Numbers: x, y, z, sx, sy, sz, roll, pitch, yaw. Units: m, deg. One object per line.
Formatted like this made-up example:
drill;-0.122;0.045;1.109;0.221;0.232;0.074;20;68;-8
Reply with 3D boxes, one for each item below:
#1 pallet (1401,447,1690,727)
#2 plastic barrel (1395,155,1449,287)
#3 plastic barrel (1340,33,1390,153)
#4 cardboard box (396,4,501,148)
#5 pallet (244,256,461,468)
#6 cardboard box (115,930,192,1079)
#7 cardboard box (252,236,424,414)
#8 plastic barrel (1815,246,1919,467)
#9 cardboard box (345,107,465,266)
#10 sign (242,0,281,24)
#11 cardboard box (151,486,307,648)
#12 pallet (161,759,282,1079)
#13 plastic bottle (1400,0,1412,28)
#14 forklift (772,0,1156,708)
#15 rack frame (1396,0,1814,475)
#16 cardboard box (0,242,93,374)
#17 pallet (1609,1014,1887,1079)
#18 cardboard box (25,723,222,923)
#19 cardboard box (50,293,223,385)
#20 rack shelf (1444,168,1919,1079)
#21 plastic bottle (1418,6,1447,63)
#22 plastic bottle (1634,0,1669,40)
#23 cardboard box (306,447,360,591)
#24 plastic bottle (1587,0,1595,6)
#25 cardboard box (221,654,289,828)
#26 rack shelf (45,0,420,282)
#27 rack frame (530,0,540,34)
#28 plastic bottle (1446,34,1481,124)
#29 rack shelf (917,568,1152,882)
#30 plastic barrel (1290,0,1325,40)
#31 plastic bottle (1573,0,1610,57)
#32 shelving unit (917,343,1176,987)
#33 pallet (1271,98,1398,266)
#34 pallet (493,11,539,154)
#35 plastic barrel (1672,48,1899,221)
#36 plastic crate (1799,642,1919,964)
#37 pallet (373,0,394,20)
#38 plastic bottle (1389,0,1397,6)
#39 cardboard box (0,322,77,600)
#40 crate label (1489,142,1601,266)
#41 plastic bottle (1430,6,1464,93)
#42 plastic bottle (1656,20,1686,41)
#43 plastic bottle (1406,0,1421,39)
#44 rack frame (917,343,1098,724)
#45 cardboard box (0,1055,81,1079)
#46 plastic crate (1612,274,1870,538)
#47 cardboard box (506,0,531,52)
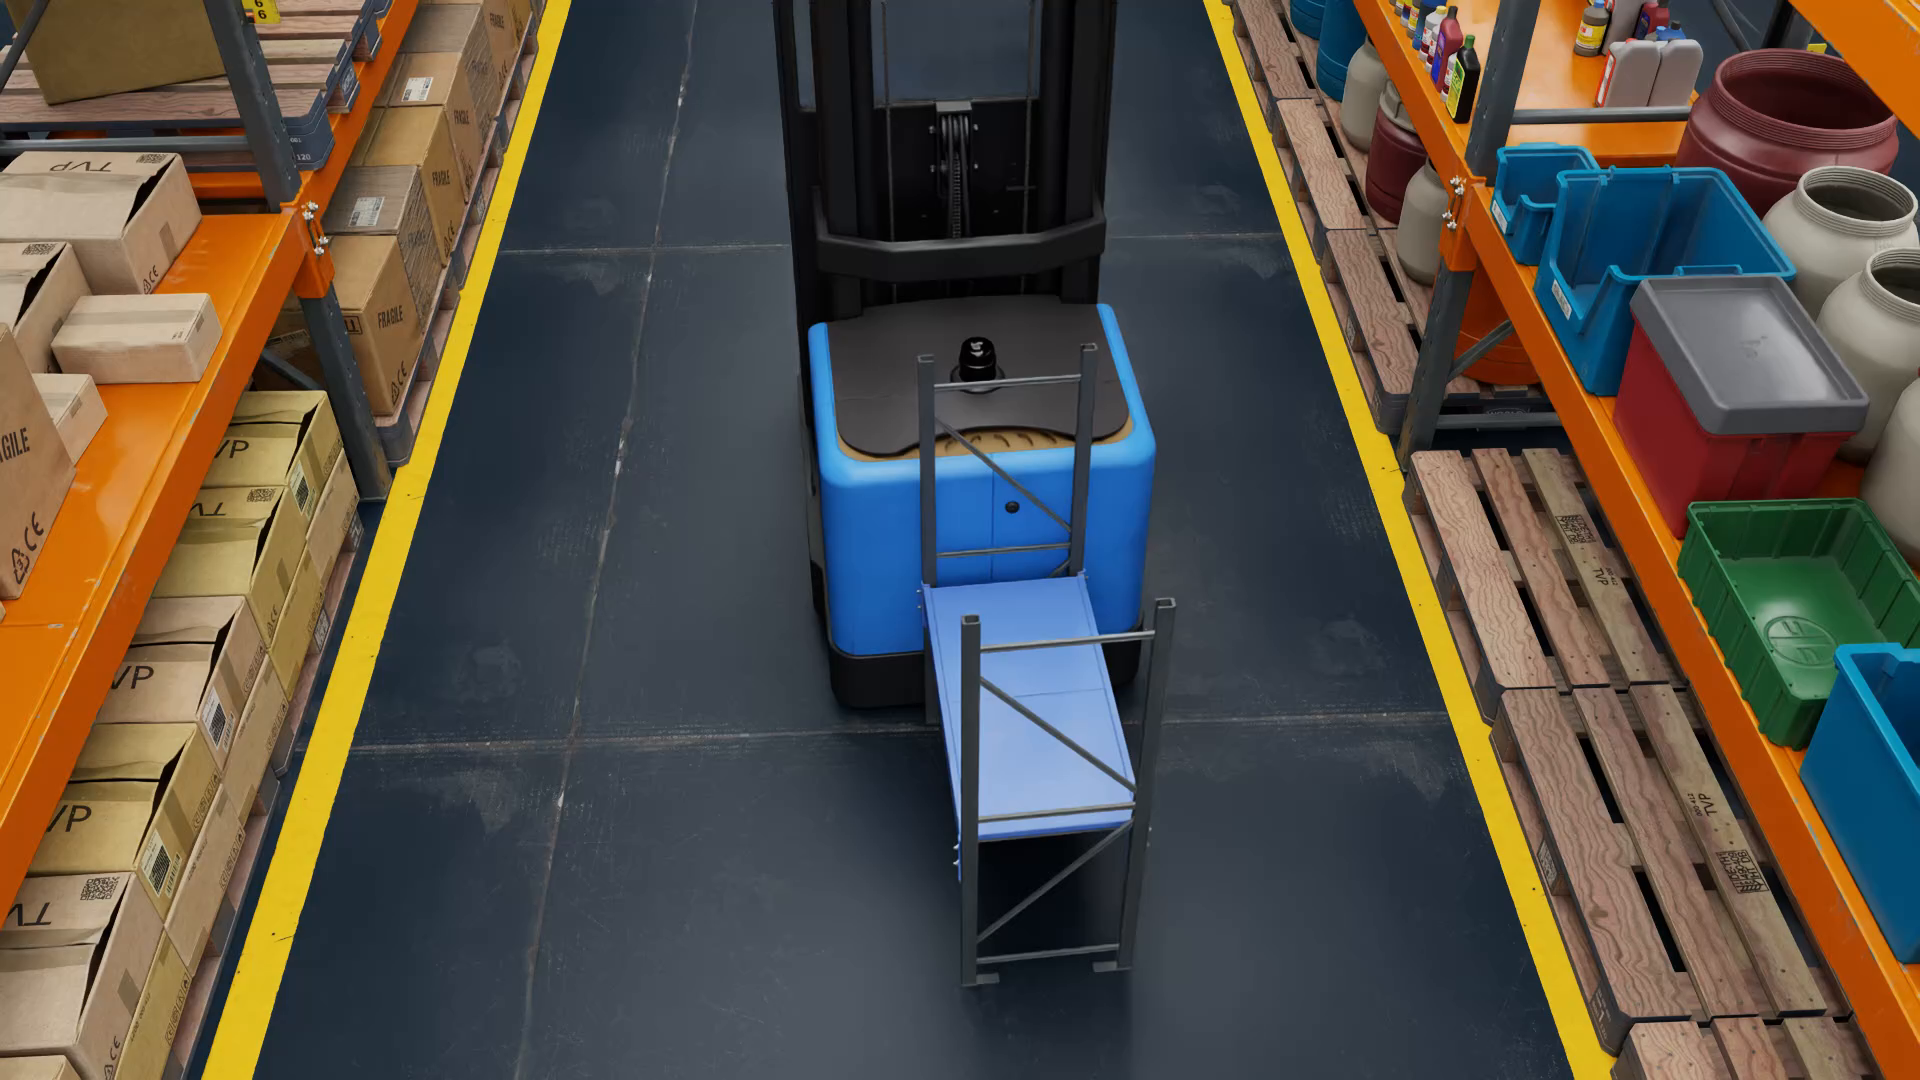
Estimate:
pallet;2.231;0.132;5.949;1.003;0.211;1.213;-2;43;-2
plastic barrel;2.085;-1.366;7.050;0.421;0.512;0.421;0;43;0
plastic barrel;2.038;-2.128;7.882;0.421;0.512;0.421;0;43;0
cardboard box;-2.542;-2.224;7.980;0.500;0.500;0.500;-1;43;-1
pallet;-2.706;-0.757;6.920;1.003;0.211;1.213;-2;43;-2
cardboard box;-2.357;1.305;4.331;0.500;0.250;0.500;-3;43;-3
cardboard box;-2.446;-0.836;6.467;0.500;0.500;0.500;0;43;0
plastic barrel;2.512;-0.488;4.480;0.421;0.512;0.421;0;43;0
cardboard box;-2.490;-1.528;7.222;0.500;0.500;0.500;-2;43;-2
sign;-2.158;-1.725;5.055;0.100;0.325;0.005;-2;43;-2
cardboard box;-2.416;0.069;5.264;0.500;0.311;0.500;-2;43;-2
pallet;-2.668;1.126;4.865;1.003;0.211;1.213;-2;43;-2
plastic bottle;1.780;-2.130;6.449;0.097;0.271;0.097;0;43;0
forklift;-0.077;-1.518;5.737;1.130;2.935;3.031;-5;43;-5
rack frame;2.237;-1.420;5.579;1.000;3.000;0.127;-2;43;-2
cardboard box;-2.868;-0.638;4.792;0.500;0.311;0.500;-2;43;-2
pallet;2.334;1.780;4.152;1.003;0.211;1.213;-2;43;-2
cardboard box;-2.378;0.748;4.523;0.500;0.311;0.500;-1;43;-1
cardboard box;-2.398;-0.588;4.858;0.380;0.149;0.250;-2;43;-2
rack shelf;2.321;0.196;4.349;1.077;0.370;4.000;-2;43;-2
plastic bottle;1.793;-1.907;6.258;0.097;0.201;0.097;0;43;0
plastic bottle;2.573;-1.901;6.191;0.061;0.283;0.133;-2;43;-2
cardboard box;-2.446;-0.073;5.834;0.500;0.250;0.500;-1;43;-1
plastic bottle;2.552;-2.238;6.558;0.061;0.283;0.133;-2;43;-2
cardboard box;-2.403;0.614;5.084;0.500;0.250;0.500;-1;43;-1
rack shelf;-2.797;-2.365;7.143;1.077;0.370;4.000;-2;43;-2
rack frame;-2.882;-3.980;8.373;1.000;3.000;0.127;-2;43;-2
plastic bottle;1.793;-1.638;5.903;0.061;0.283;0.133;-2;43;-2
rack shelf;0.192;0.508;4.852;0.538;0.185;1.000;-5;43;-5
plastic barrel;2.073;-3.134;8.691;0.600;0.901;0.708;-2;43;-2
plastic bottle;2.398;-1.944;6.298;0.097;0.201;0.097;0;43;0
shelving unit;0.192;0.376;4.730;0.538;1.500;1.048;-5;43;-5
pallet;2.113;-1.744;7.997;1.003;0.211;1.213;-2;43;-2
pallet;-2.810;-2.404;8.717;1.003;0.211;1.213;-2;43;-2
plastic barrel;2.559;-1.165;5.201;0.600;0.536;0.708;-2;43;-2
plastic crate;2.049;0.551;3.441;0.392;0.384;0.575;-2;43;-2
pallet;-2.800;-2.522;6.924;1.003;0.211;1.213;-2;43;-2
plastic bottle;1.772;-2.236;6.616;0.097;0.201;0.097;0;43;0
cardboard box;-2.625;-0.185;4.157;0.500;0.500;0.500;-4;43;-4
crate label;1.880;-1.063;5.313;0.303;0.233;0.416;-2;43;-2
plastic bottle;1.783;-1.793;6.073;0.061;0.283;0.133;-2;43;-2
plastic bottle;2.564;-1.753;6.037;0.097;0.271;0.097;0;43;0
plastic bottle;1.784;-2.039;6.401;0.097;0.201;0.097;0;43;0
rack frame;0.133;0.035;5.102;0.500;1.500;0.032;-5;43;-5
cardboard box;-2.327;1.448;3.759;0.500;0.311;0.500;-2;43;-2
plastic crate;1.999;-0.344;4.358;0.402;0.464;0.583;-2;43;-2
cardboard box;-2.575;-2.896;8.714;0.500;0.500;0.500;-2;43;-2
